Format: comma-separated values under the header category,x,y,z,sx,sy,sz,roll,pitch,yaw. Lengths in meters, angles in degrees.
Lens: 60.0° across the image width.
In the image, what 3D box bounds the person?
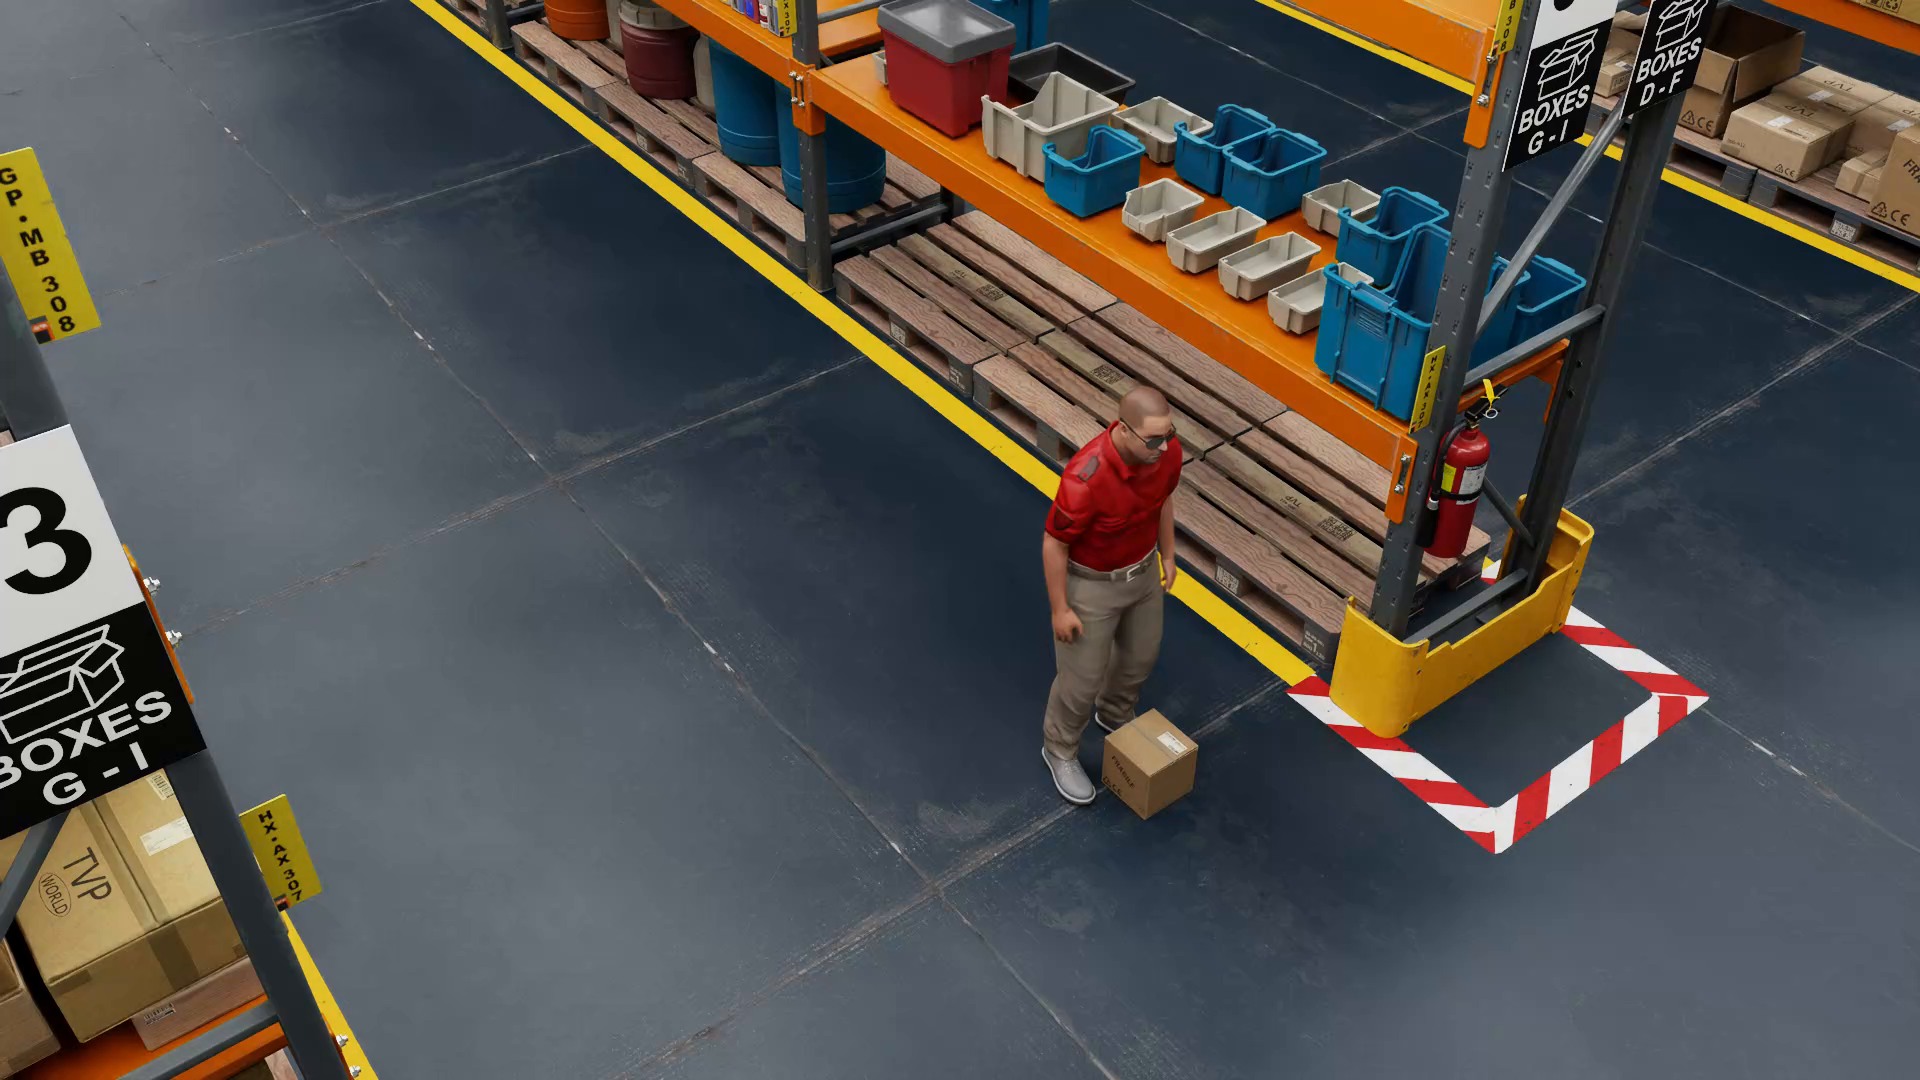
category,x,y,z,sx,sy,sz,roll,pitch,yaw
person,0.552,0.158,5.980,0.585,1.726,0.396,-26,47,-28
